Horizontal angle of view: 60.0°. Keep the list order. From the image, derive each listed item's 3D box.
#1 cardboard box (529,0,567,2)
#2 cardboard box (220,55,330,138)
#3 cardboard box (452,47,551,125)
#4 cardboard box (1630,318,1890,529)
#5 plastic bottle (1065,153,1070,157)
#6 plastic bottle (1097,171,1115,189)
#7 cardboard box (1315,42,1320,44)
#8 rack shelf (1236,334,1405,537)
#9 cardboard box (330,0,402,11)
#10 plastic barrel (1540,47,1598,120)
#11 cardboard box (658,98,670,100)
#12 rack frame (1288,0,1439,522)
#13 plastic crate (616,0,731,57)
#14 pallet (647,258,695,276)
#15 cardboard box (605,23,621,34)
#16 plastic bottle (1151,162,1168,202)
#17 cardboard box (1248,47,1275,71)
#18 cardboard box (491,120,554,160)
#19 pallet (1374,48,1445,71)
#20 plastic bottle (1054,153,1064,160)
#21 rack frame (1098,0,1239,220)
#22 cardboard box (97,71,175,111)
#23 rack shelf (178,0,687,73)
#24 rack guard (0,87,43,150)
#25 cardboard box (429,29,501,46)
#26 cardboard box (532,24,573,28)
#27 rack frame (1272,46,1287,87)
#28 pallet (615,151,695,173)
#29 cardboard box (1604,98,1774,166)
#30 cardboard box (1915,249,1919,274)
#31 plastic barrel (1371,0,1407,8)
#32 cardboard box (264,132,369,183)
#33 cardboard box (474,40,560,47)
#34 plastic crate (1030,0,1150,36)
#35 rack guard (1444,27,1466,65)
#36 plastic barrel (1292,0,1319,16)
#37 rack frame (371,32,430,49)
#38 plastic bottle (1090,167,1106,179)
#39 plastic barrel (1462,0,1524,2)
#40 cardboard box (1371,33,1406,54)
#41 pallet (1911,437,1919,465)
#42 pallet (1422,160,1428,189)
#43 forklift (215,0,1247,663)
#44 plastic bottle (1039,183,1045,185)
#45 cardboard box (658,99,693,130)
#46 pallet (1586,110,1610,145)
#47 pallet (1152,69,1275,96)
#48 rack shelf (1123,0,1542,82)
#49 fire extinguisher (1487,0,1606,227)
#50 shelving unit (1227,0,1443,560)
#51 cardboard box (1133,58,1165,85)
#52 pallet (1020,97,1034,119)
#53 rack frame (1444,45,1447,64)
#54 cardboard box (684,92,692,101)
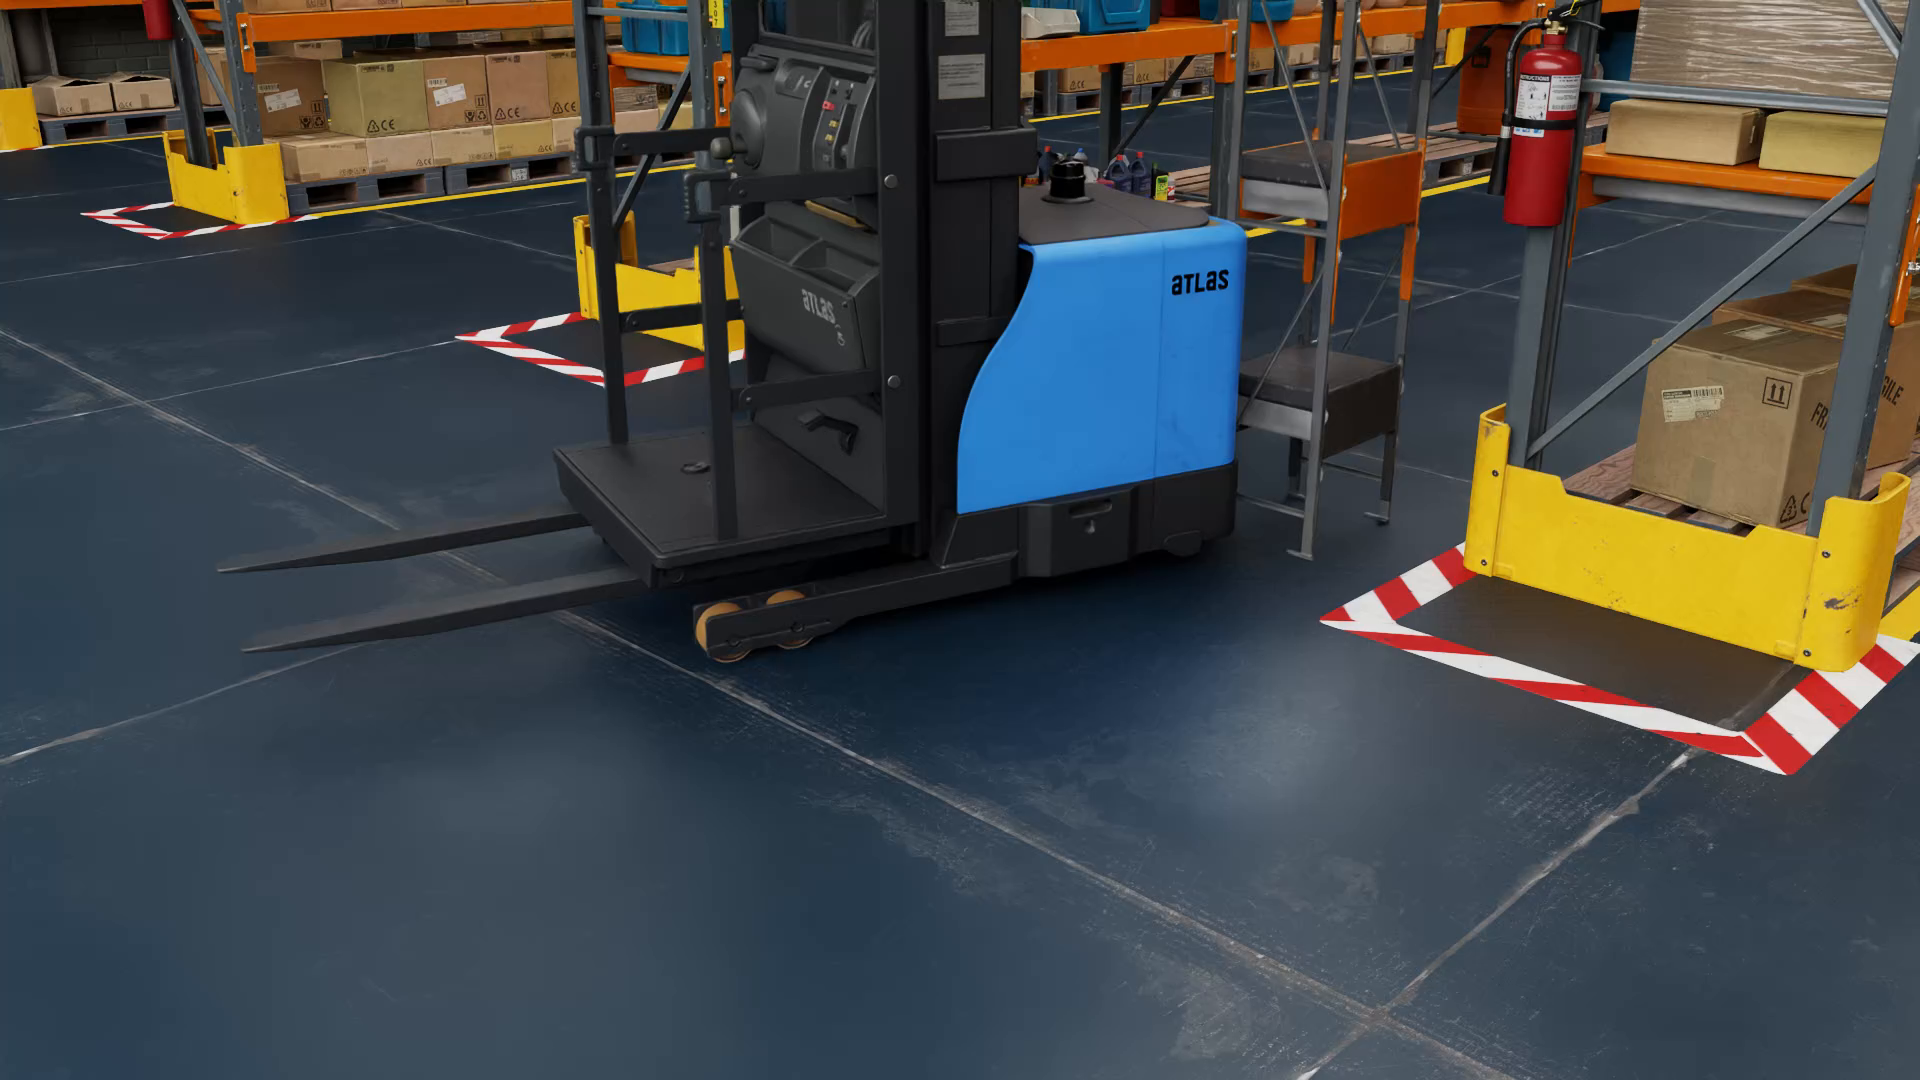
[{"bbox_3d":[-3.245,-4.368,12.618,0.500,0.500,0.700,-20,28,-41],"label":"cardboard box"},{"bbox_3d":[-4.854,-3.149,11.787,0.500,0.500,0.500,19,28,41],"label":"cardboard box"},{"bbox_3d":[-3.433,-3.403,12.450,0.500,0.500,0.500,19,28,41],"label":"cardboard box"},{"bbox_3d":[2.528,-0.379,5.278,0.500,0.500,0.500,-14,25,-32],"label":"cardboard box"},{"bbox_3d":[0.657,-2.310,10.577,0.061,0.283,0.133,19,28,41],"label":"plastic bottle"},{"bbox_3d":[0.862,-2.059,9.924,0.133,0.283,0.061,-18,27,-39],"label":"plastic bottle"},{"bbox_3d":[4.074,-6.119,20.448,0.500,0.311,0.500,19,28,41],"label":"cardboard box"},{"bbox_3d":[1.165,-0.363,5.583,0.431,0.518,0.480,19,28,40],"label":"rack shelf"},{"bbox_3d":[-4.317,-3.973,11.592,0.500,0.500,0.700,-19,28,-41],"label":"cardboard box"},{"bbox_3d":[5.230,-3.980,14.525,0.600,0.588,0.708,19,28,41],"label":"plastic barrel"},{"bbox_3d":[-2.765,-3.571,13.932,0.500,0.250,0.500,19,28,41],"label":"cardboard box"},{"bbox_3d":[1.333,-1.093,5.492,0.400,2.100,0.015,19,28,40],"label":"rack frame"},{"bbox_3d":[-1.333,-2.567,8.280,0.499,0.251,0.616,19,28,41],"label":"plastic crate"},{"bbox_3d":[-0.878,-1.370,8.845,1.003,0.211,1.213,19,28,41],"label":"pallet"},{"bbox_3d":[-4.219,-5.571,18.760,0.700,0.500,0.500,19,28,40],"label":"cardboard box"},{"bbox_3d":[1.223,-2.192,10.271,0.133,0.283,0.061,-18,28,-39],"label":"plastic bottle"},{"bbox_3d":[3.218,-5.598,18.830,0.500,0.500,0.500,19,28,40],"label":"cardboard box"},{"bbox_3d":[-3.433,-3.054,12.586,0.500,0.250,0.500,19,28,41],"label":"cardboard box"},{"bbox_3d":[5.539,-6.260,21.568,1.003,0.211,1.213,19,28,41],"label":"pallet"},{"bbox_3d":[0.580,-2.333,10.647,0.135,0.276,0.152,-19,28,-40],"label":"plastic bottle"},{"bbox_3d":[1.322,-3.461,10.399,1.000,3.000,0.127,19,28,41],"label":"rack frame"},{"bbox_3d":[-7.622,-4.165,15.364,0.500,0.311,0.500,-17,27,-38],"label":"cardboard box"},{"bbox_3d":[-3.619,-3.852,12.418,1.077,0.370,4.000,19,28,41],"label":"rack shelf"},{"bbox_3d":[-8.513,-3.765,14.674,1.175,0.500,0.348,19,28,41],"label":"rack guard"},{"bbox_3d":[-5.274,-5.173,17.723,0.500,0.500,0.700,-19,28,-40],"label":"cardboard box"},{"bbox_3d":[-4.609,-5.772,18.235,0.500,0.250,0.500,18,28,39],"label":"cardboard box"},{"bbox_3d":[3.357,-6.758,18.977,1.000,3.000,0.127,19,28,41],"label":"rack frame"},{"bbox_3d":[-2.809,-3.206,13.622,1.003,0.211,1.213,19,28,41],"label":"pallet"},{"bbox_3d":[2.131,-1.201,4.869,0.380,0.149,0.250,19,28,41],"label":"cardboard box"},{"bbox_3d":[3.792,-0.830,6.451,0.500,0.500,0.500,16,26,36],"label":"cardboard box"},{"bbox_3d":[2.960,-4.016,11.652,0.433,0.535,0.433,0,21,0],"label":"plastic barrel"},{"bbox_3d":[-4.481,-2.668,11.583,0.500,0.250,0.500,19,28,41],"label":"cardboard box"},{"bbox_3d":[-3.469,-3.667,13.135,0.500,0.500,0.500,19,28,41],"label":"cardboard box"},{"bbox_3d":[0.745,-3.039,9.509,0.499,0.251,0.616,19,28,41],"label":"plastic crate"},{"bbox_3d":[6.094,-6.600,22.050,1.175,0.500,0.348,19,28,41],"label":"rack guard"},{"bbox_3d":[2.147,-3.716,10.871,0.433,0.535,0.433,0,21,0],"label":"plastic barrel"},{"bbox_3d":[-5.776,-5.941,16.850,1.000,3.000,0.127,19,28,41],"label":"rack frame"},{"bbox_3d":[0.822,-2.139,10.141,0.152,0.276,0.135,19,28,41],"label":"plastic bottle"},{"bbox_3d":[4.006,-4.358,12.542,0.600,0.536,0.708,19,28,41],"label":"plastic barrel"},{"bbox_3d":[5.260,-6.270,20.927,0.500,0.250,0.500,19,28,41],"label":"cardboard box"},{"bbox_3d":[3.577,-0.423,6.382,1.003,0.211,1.213,19,28,41],"label":"pallet"},{"bbox_3d":[2.693,-2.686,12.269,1.003,0.211,1.213,19,28,41],"label":"pallet"},{"bbox_3d":[-0.643,-1.239,4.712,3.031,2.935,1.130,-11,24,-26],"label":"forklift"},{"bbox_3d":[0.470,-1.919,9.576,0.097,0.271,0.097,0,21,0],"label":"plastic bottle"},{"bbox_3d":[-2.391,-3.441,13.592,0.500,0.250,0.500,19,28,41],"label":"cardboard box"},{"bbox_3d":[5.484,-3.713,14.941,1.003,0.211,1.213,19,28,41],"label":"pallet"},{"bbox_3d":[2.816,-5.238,18.909,1.003,0.211,1.213,19,28,41],"label":"pallet"},{"bbox_3d":[2.717,-3.640,11.865,1.077,0.370,4.000,19,28,41],"label":"rack shelf"},{"bbox_3d":[1.671,-1.243,4.736,0.296,0.674,0.183,19,28,41],"label":"fire extinguisher"},{"bbox_3d":[1.165,-1.030,5.327,0.431,2.100,0.503,19,28,40],"label":"shelving unit"},{"bbox_3d":[1.803,-5.078,17.476,0.500,0.500,0.500,19,28,40],"label":"cardboard box"},{"bbox_3d":[-0.036,-4.227,16.277,1.003,0.211,1.213,19,28,41],"label":"pallet"},{"bbox_3d":[6.147,-7.787,21.652,1.000,3.000,0.127,19,28,41],"label":"rack frame"},{"bbox_3d":[-2.143,-3.794,14.511,0.500,0.250,0.500,19,28,40],"label":"cardboard box"}]
